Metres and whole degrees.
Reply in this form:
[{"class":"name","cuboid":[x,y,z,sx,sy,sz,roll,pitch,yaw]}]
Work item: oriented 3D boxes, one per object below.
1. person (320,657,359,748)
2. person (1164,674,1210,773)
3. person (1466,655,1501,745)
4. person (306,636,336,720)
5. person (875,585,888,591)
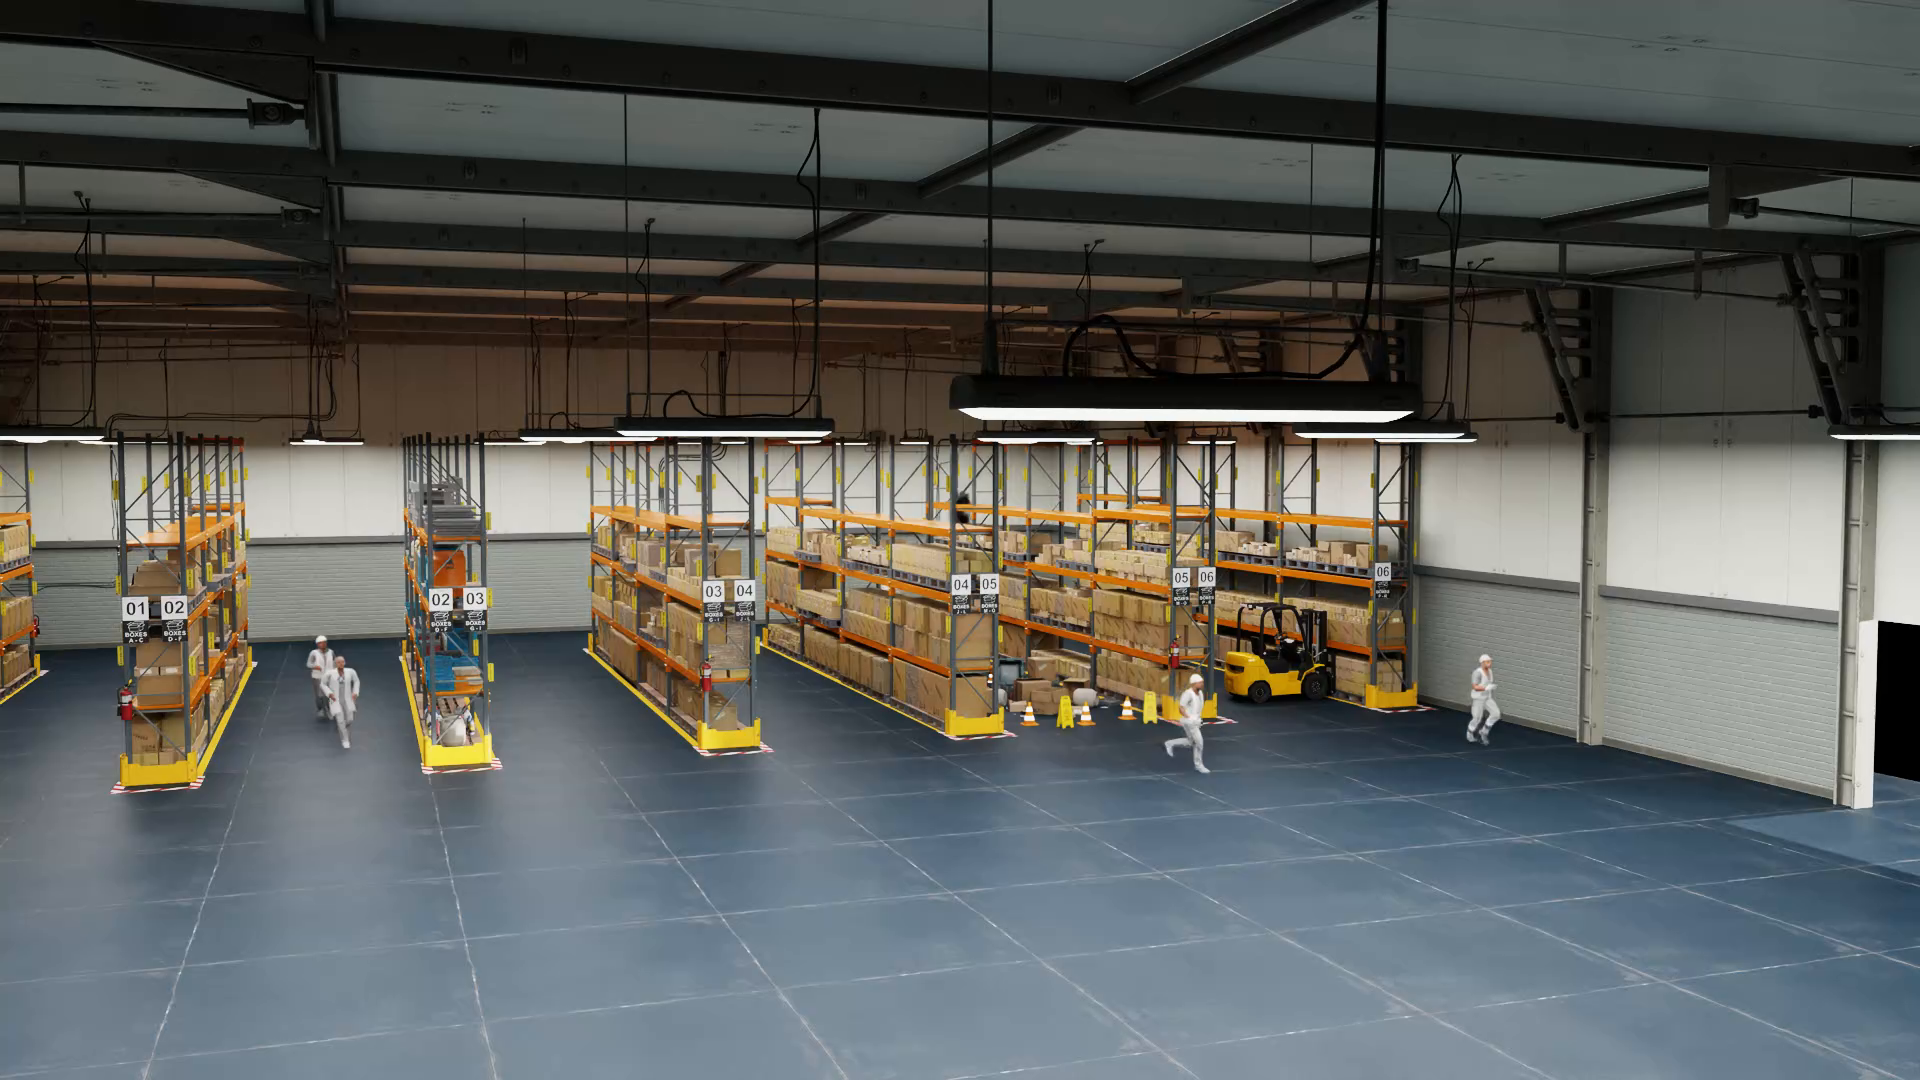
[{"class":"person","cuboid":[-11.889,3.093,31.907,0.729,1.737,0.627,-2,4,-29]},{"class":"person","cuboid":[4.035,3.241,29.470,0.841,1.759,0.696,2,4,28]},{"class":"person","cuboid":[10.040,3.054,31.896,0.697,1.744,0.806,-2,4,-32]},{"class":"person","cuboid":[-13.405,2.908,34.985,0.644,1.794,0.737,-2,4,-31]},{"class":"person","cuboid":[-2.498,1.968,52.097,0.629,1.730,0.663,-3,4,-40]}]
